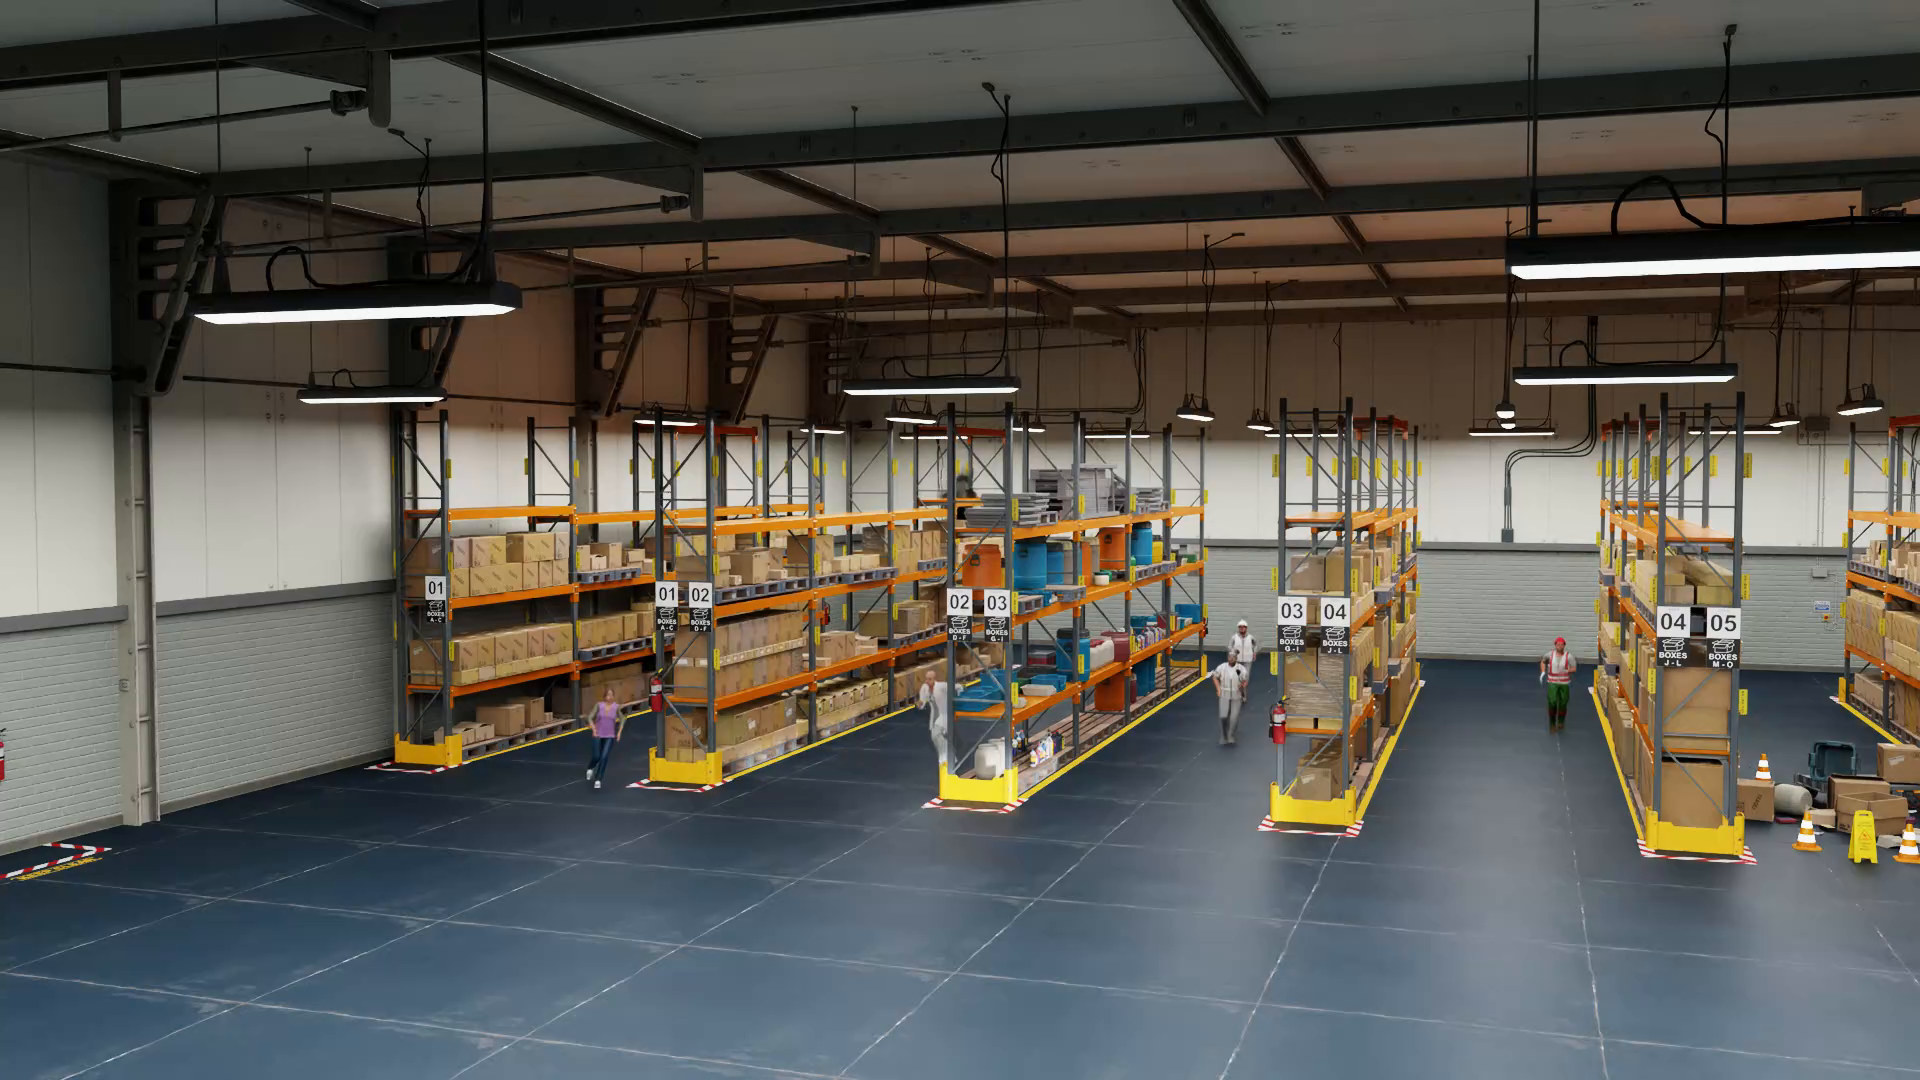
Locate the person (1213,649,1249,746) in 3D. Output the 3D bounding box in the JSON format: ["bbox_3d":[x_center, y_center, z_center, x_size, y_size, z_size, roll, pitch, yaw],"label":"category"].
[{"bbox_3d":[4.887,2.841,30.017,0.634,1.775,0.677,0,2,8],"label":"person"}]

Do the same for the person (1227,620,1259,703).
[{"bbox_3d":[6.100,2.604,35.808,0.677,1.742,0.896,0,2,10],"label":"person"}]

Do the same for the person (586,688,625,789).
[{"bbox_3d":[-5.593,3.103,26.279,0.587,1.553,0.616,-1,3,-19],"label":"person"}]

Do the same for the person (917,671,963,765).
[{"bbox_3d":[-0.316,2.984,27.738,0.748,1.651,0.982,2,3,35],"label":"person"}]

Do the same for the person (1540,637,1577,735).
[{"bbox_3d":[11.326,2.758,31.482,0.650,1.844,0.774,1,3,17],"label":"person"}]
